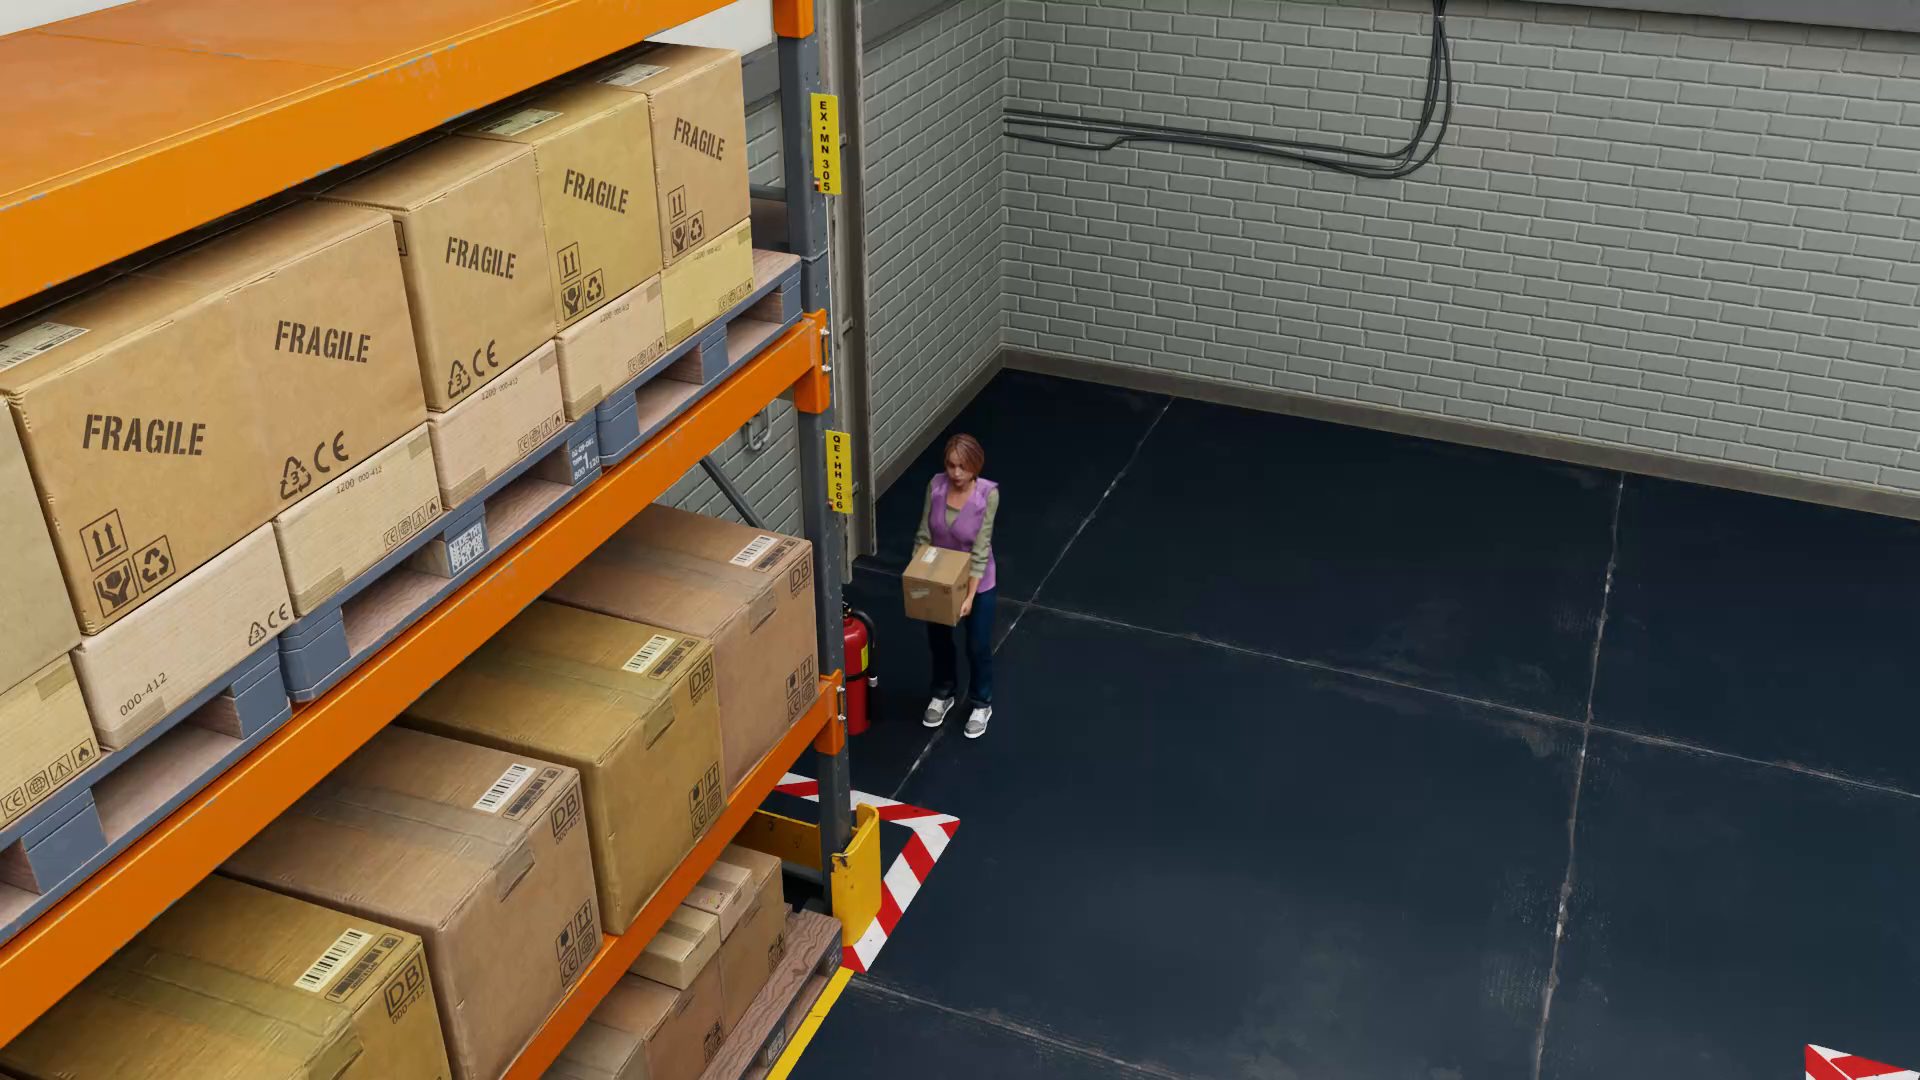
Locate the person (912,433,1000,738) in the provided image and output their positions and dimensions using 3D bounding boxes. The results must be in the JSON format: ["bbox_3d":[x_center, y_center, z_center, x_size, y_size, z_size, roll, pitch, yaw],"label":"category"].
[{"bbox_3d":[-0.025,0.250,7.968,0.375,1.599,0.500,11,32,18],"label":"person"}]
